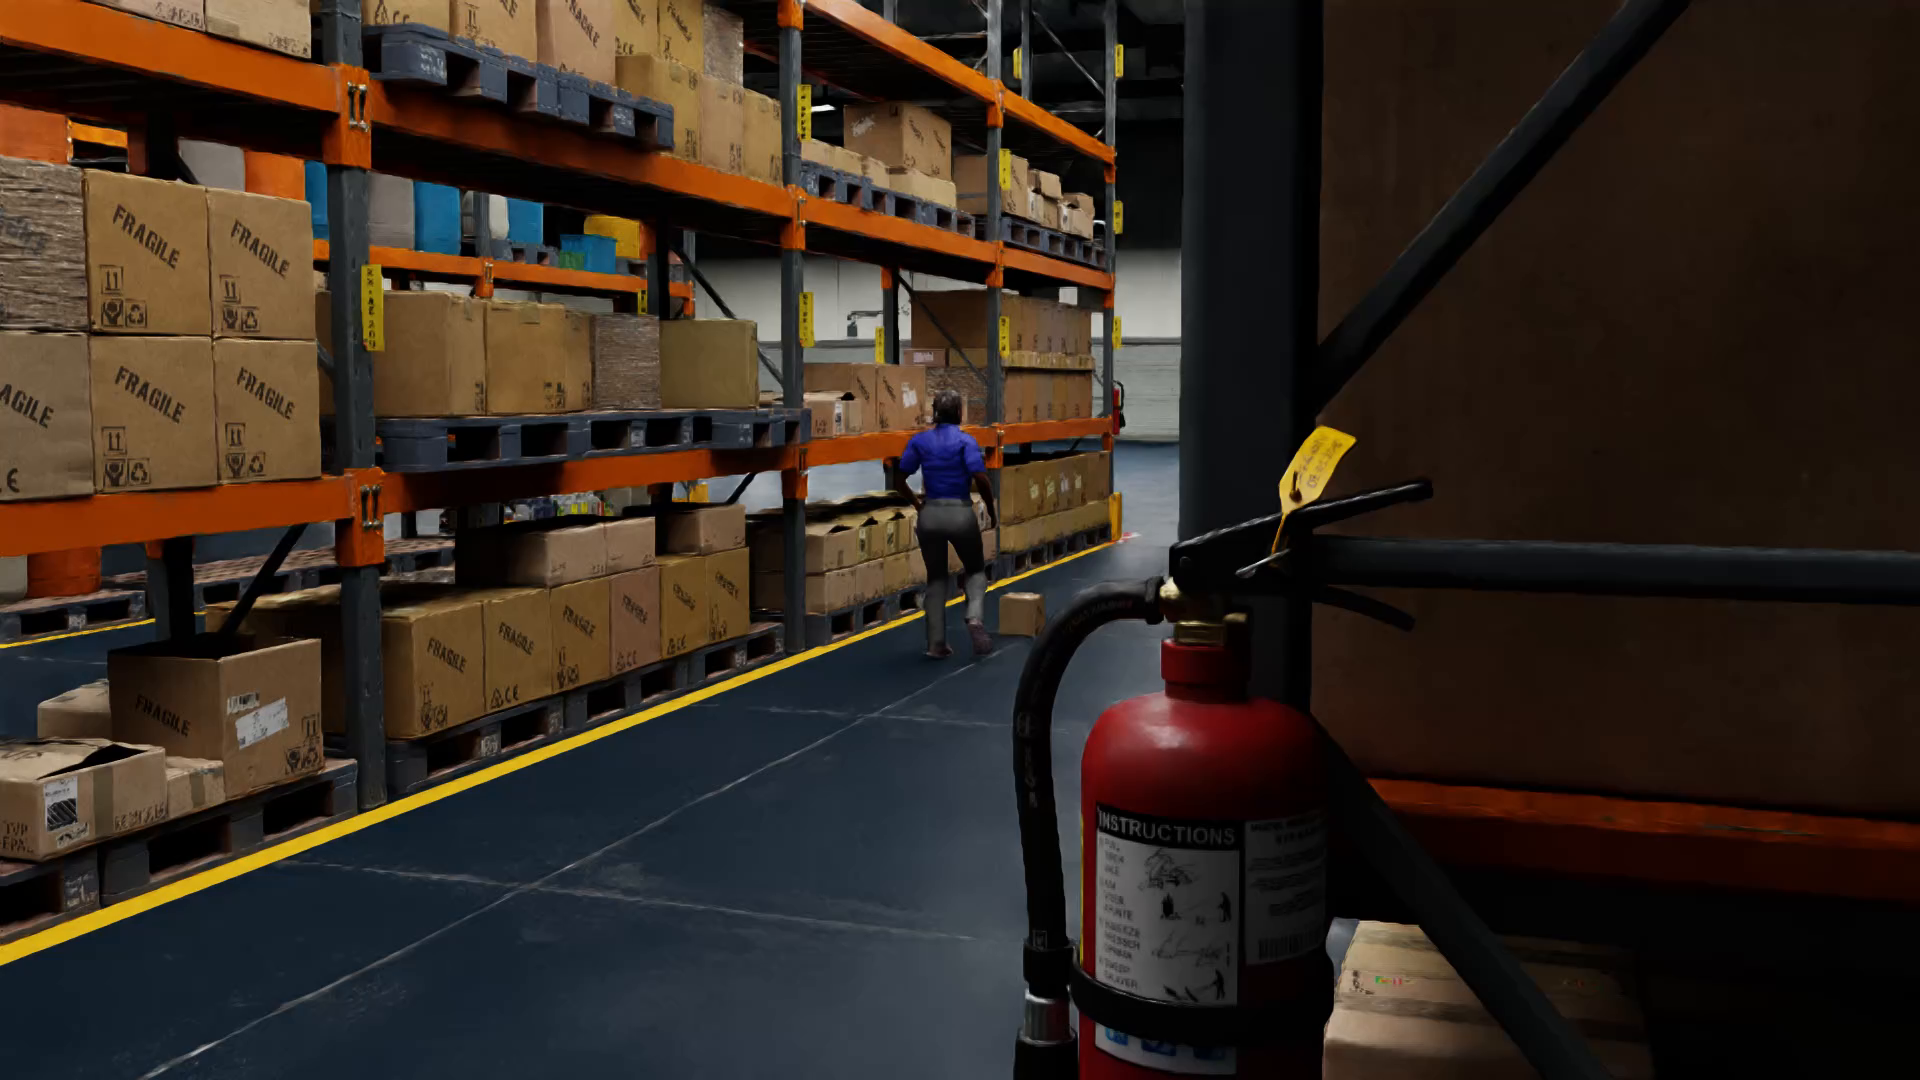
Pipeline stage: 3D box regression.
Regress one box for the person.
[{"bbox_3d":[-0.080,-0.095,10.027,0.624,1.626,0.474,1,5,12],"label":"person"}]
